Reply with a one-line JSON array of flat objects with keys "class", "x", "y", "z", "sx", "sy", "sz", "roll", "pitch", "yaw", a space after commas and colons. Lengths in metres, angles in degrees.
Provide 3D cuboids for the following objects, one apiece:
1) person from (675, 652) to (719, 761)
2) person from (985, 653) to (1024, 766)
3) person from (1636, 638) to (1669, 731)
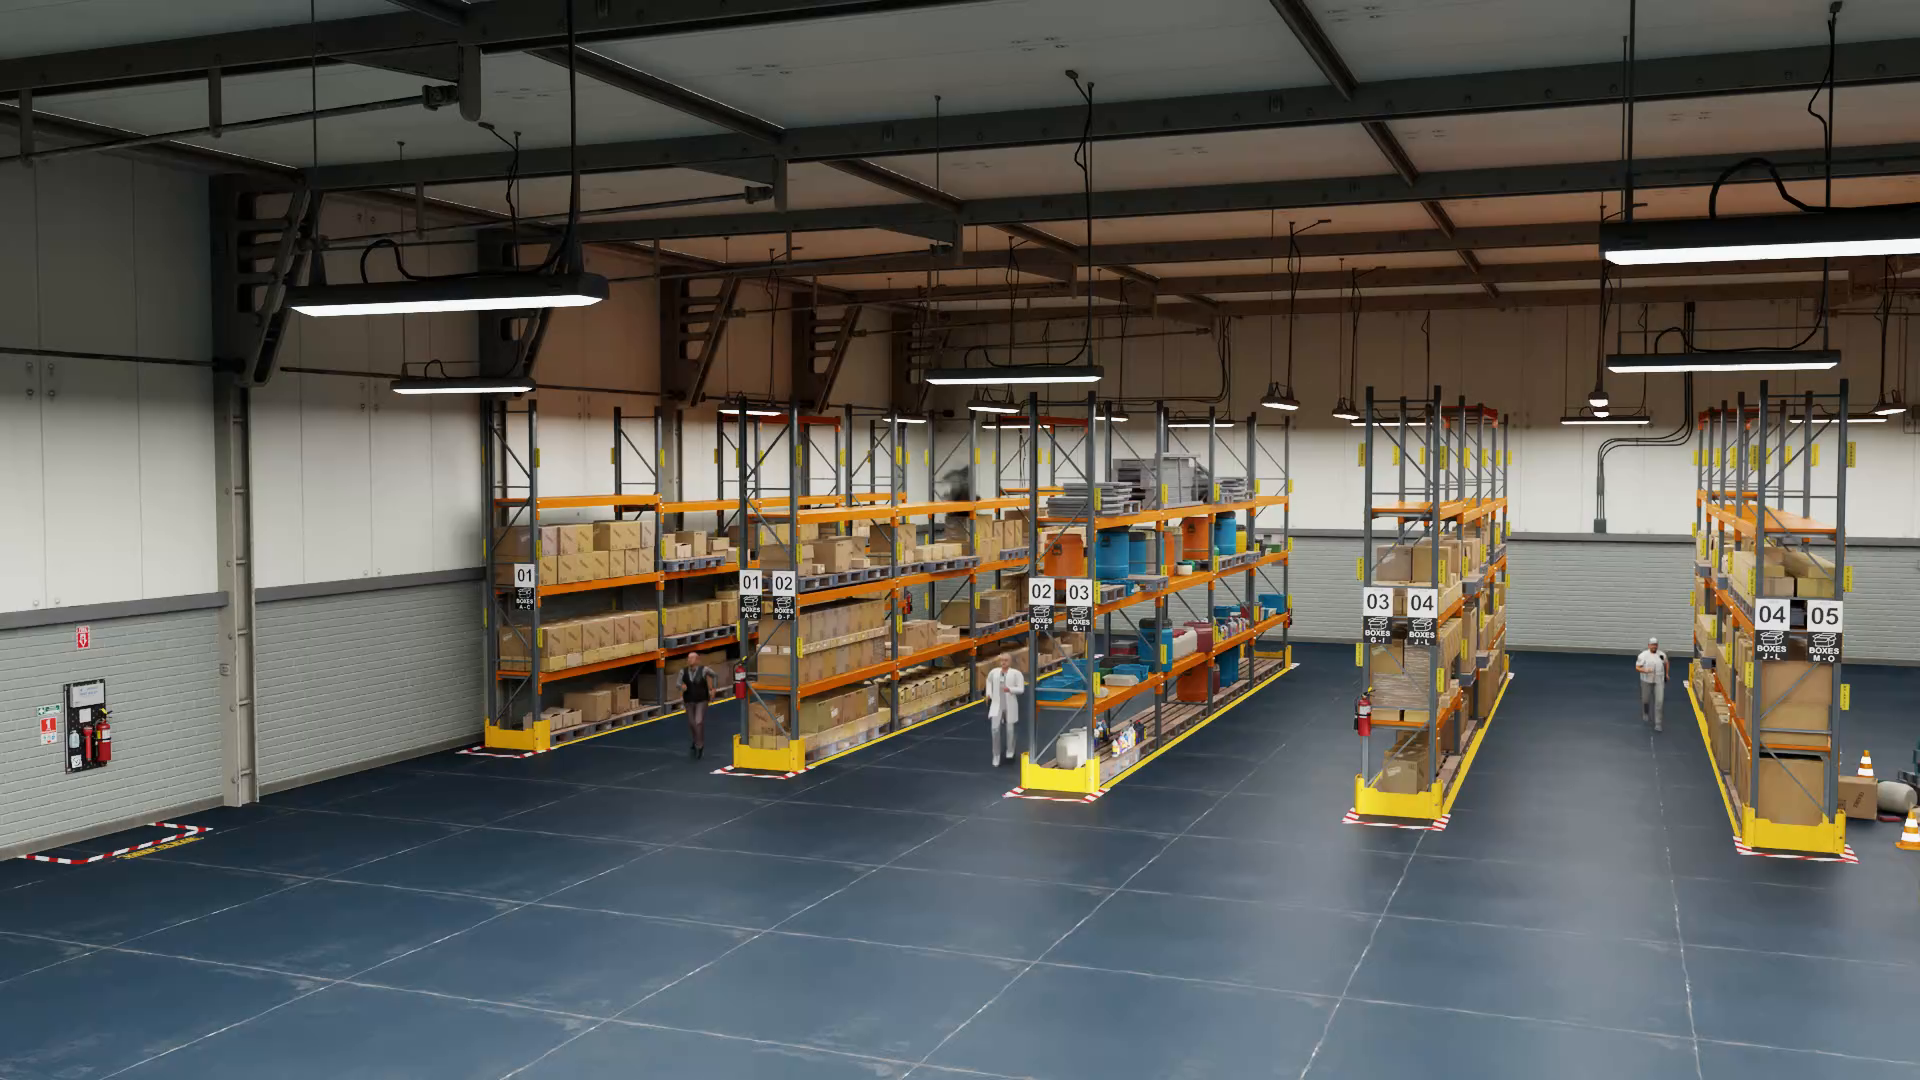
[{"class": "person", "x": -4.428, "y": 2.756, "z": 27.956, "sx": 0.680, "sy": 1.756, "sz": 0.900, "roll": 1, "pitch": 3, "yaw": 11}, {"class": "person", "x": 0.728, "y": 2.777, "z": 27.230, "sx": 0.675, "sy": 1.846, "sz": 0.829, "roll": 0, "pitch": 3, "yaw": 10}, {"class": "person", "x": 12.821, "y": 2.636, "z": 30.764, "sx": 0.606, "sy": 1.662, "sz": 0.943, "roll": 1, "pitch": 3, "yaw": 15}]
